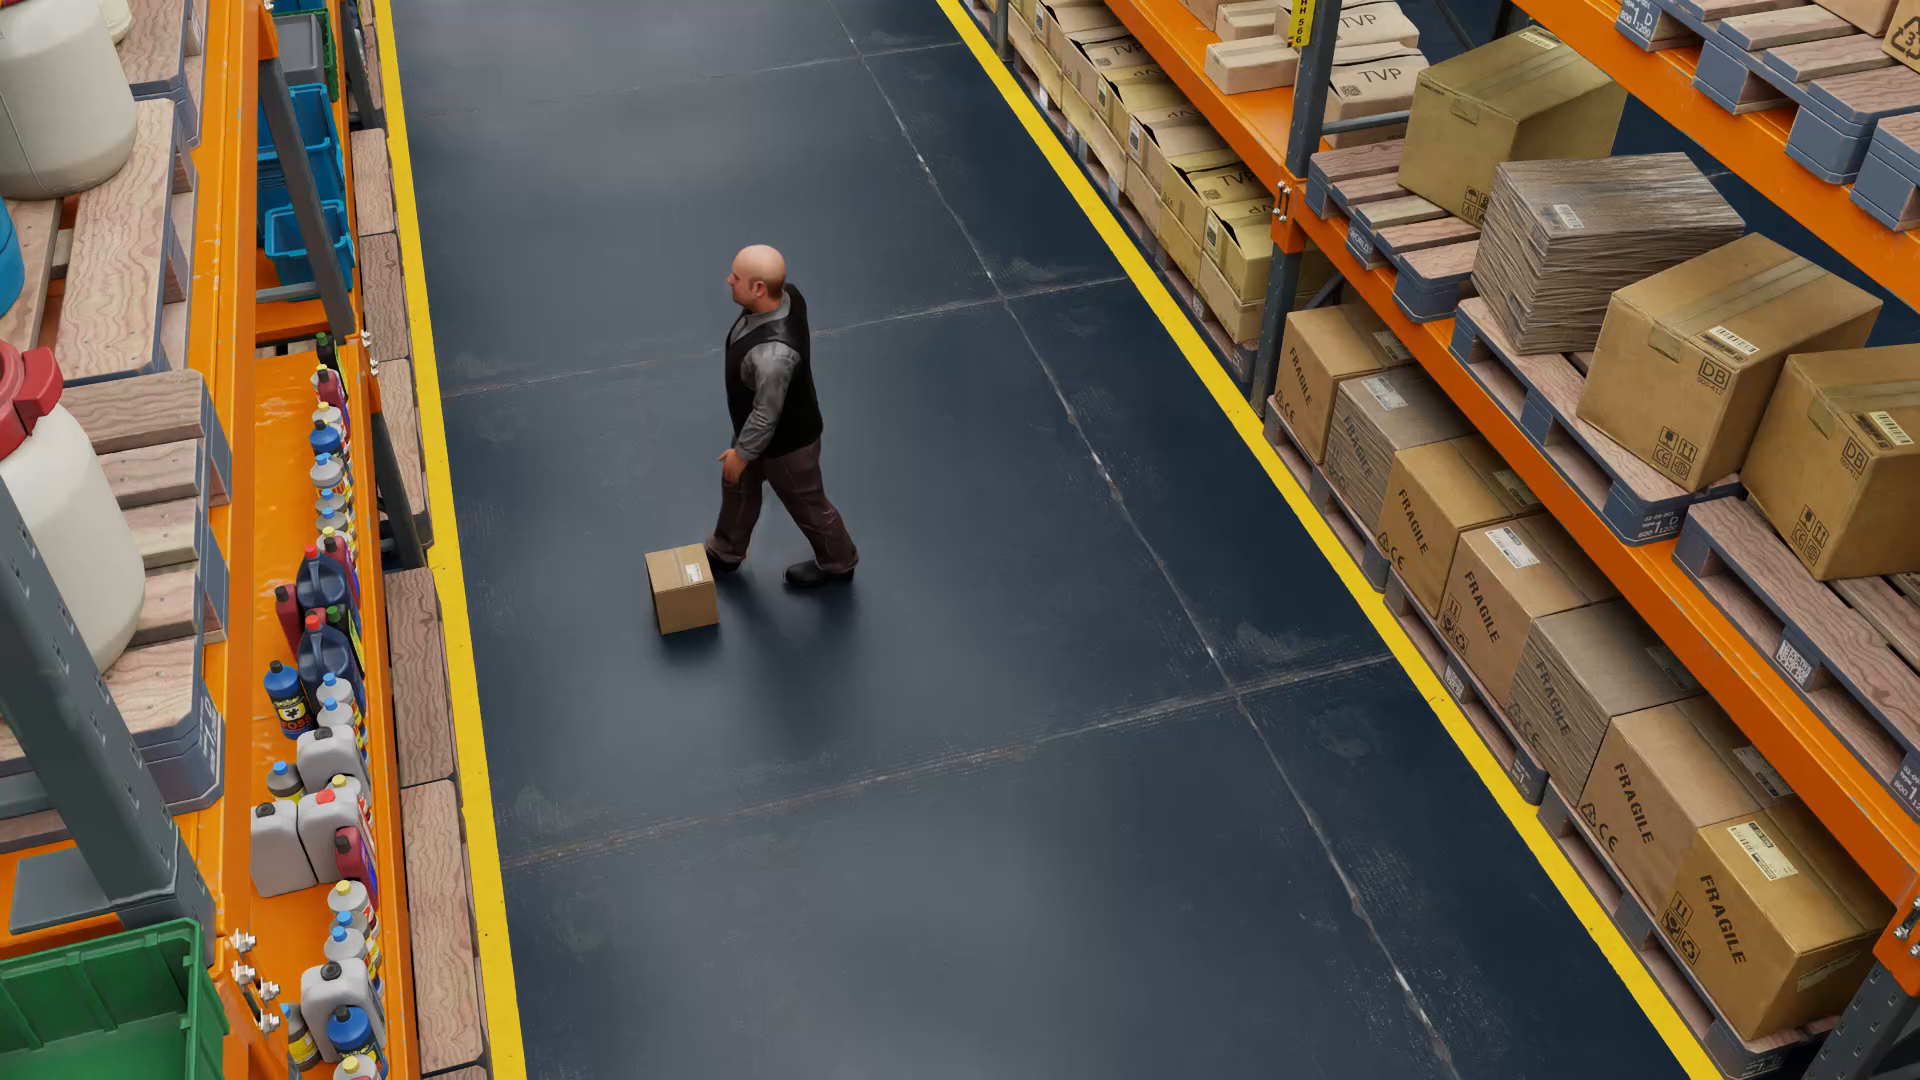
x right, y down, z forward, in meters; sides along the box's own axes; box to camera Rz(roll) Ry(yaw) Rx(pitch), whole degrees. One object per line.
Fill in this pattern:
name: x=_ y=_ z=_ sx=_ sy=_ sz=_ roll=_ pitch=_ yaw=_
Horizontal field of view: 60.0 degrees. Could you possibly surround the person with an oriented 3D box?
person: x=-0.829 y=-0.428 z=6.630 sx=0.799 sy=1.700 sz=0.565 roll=-7 pitch=42 yaw=-8
